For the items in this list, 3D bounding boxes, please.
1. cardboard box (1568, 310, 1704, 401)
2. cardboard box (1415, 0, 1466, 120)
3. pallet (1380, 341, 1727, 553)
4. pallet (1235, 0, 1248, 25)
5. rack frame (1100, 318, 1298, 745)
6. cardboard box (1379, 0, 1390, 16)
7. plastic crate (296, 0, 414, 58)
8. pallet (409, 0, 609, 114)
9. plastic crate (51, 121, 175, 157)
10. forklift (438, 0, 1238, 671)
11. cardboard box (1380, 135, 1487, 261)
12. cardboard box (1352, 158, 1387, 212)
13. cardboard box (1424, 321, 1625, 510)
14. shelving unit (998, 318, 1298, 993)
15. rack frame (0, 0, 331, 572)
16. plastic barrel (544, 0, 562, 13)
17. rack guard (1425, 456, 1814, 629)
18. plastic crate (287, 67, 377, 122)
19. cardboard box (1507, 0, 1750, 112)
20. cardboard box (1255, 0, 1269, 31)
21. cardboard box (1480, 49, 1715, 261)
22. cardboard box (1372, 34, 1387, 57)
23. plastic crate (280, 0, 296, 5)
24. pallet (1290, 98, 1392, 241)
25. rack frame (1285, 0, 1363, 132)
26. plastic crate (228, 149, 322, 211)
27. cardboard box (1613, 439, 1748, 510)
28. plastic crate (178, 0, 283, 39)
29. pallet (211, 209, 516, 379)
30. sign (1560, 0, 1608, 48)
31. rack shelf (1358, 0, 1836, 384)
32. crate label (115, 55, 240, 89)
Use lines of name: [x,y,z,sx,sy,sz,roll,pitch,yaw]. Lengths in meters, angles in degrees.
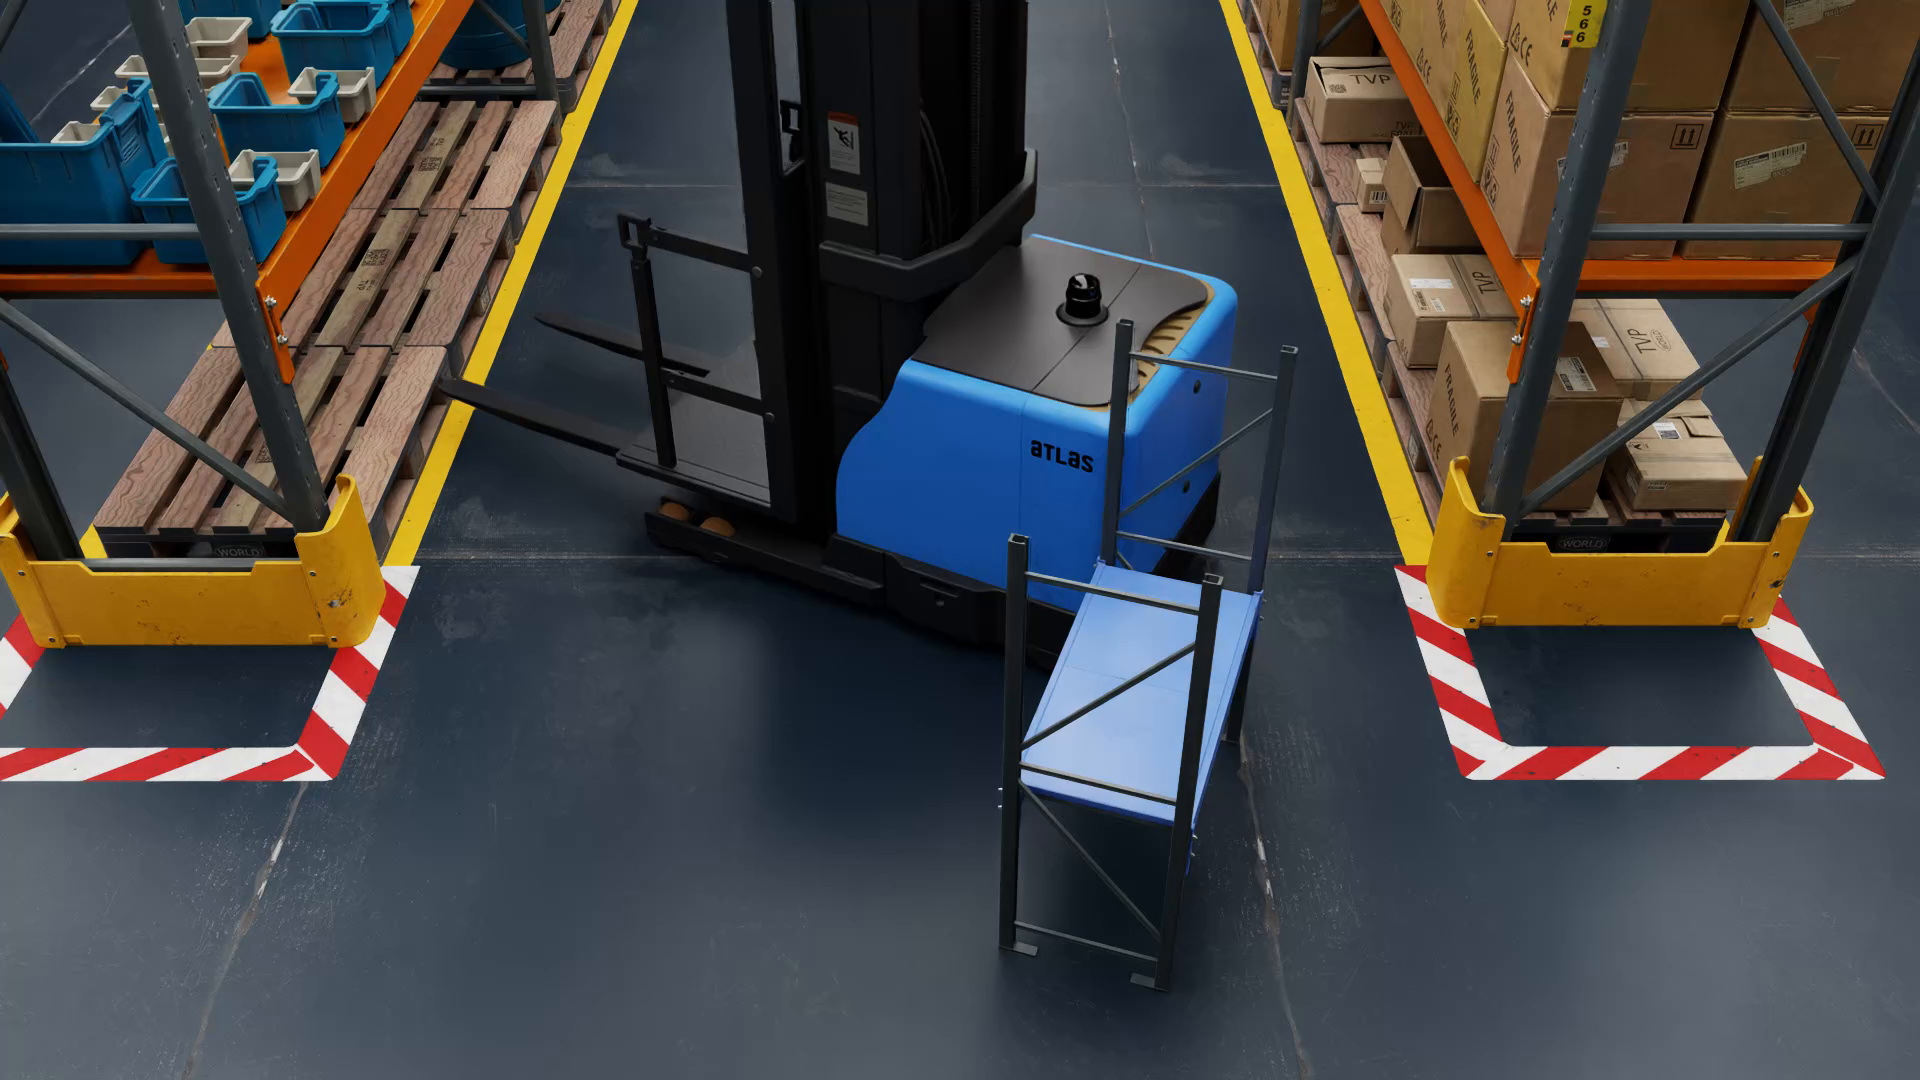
cardboard box: [2.568,-0.670,6.535,0.500,0.250,0.500,0,39,0]
cardboard box: [2.013,-1.874,6.110,0.500,0.500,0.500,0,39,0]
pallet: [2.283,-0.377,6.551,1.003,0.211,1.213,0,39,0]
pallet: [2.238,-3.605,10.580,1.003,0.211,1.213,0,39,0]
rack frame: [0.674,0.025,5.020,0.500,1.500,0.032,12,40,14]
cardboard box: [2.011,-2.507,6.900,0.500,0.500,0.500,0,39,0]
plastic crate: [-2.341,-2.041,6.485,0.416,0.233,0.300,0,39,0]
pallet: [-2.632,-2.813,9.592,1.003,0.211,1.213,0,39,0]
plastic crate: [-2.850,-1.348,5.696,0.396,0.136,0.243,0,39,0]
forklift: [-0.595,-1.335,5.572,3.031,2.935,1.130,18,42,21]
cardboard box: [2.288,-1.443,7.296,0.797,0.503,0.637,0,39,0]
cardboard box: [2.076,-1.683,7.865,0.380,0.166,0.250,0,39,0]
cardboard box: [2.038,-0.455,6.066,0.500,0.500,0.500,0,39,0]
shelving unit: [0.513,0.326,4.644,0.538,1.500,1.048,12,40,14]
rack frame: [-2.668,-0.918,4.996,1.000,3.000,0.127,0,39,0]
plastic barrel: [-2.657,-3.547,9.620,0.600,0.901,0.708,0,39,0]
rack guard: [2.285,0.009,5.839,1.175,0.500,0.348,0,39,0]
plastic crate: [-2.257,-1.618,6.033,0.250,0.136,0.298,0,39,0]
cardboard box: [2.010,-1.626,5.001,0.500,0.500,0.500,0,39,0]
cardboard box: [2.001,-3.234,9.534,0.500,0.500,0.500,0,39,0]
cardboard box: [2.013,-1.238,5.316,0.500,0.500,0.500,1,39,1]
cardboard box: [2.524,-2.919,9.141,0.500,0.500,0.500,-2,39,-2]
plastic crate: [-2.855,-2.441,6.944,0.437,0.282,0.530,0,39,0]
pallet: [2.281,-1.902,8.455,1.003,0.211,1.213,0,39,0]
rack frame: [2.281,-3.420,8.119,1.000,3.000,0.127,0,39,0]
plastic crate: [-2.257,-1.193,5.503,0.250,0.136,0.298,0,39,0]
cardboard box: [2.629,-0.240,6.079,0.380,0.149,0.250,0,39,0]
plastic crate: [-2.927,-2.160,6.632,0.416,0.233,0.300,0,39,0]
pallet: [-2.629,-1.106,7.462,1.003,0.211,1.213,0,39,0]
sign: [1.730,-1.506,4.552,0.100,0.325,0.005,0,39,0]
rack shelf: [2.283,-1.889,6.784,1.077,0.370,4.000,0,39,0]
crate label: [-2.861,-1.703,6.140,0.396,0.136,0.243,0,39,0]
